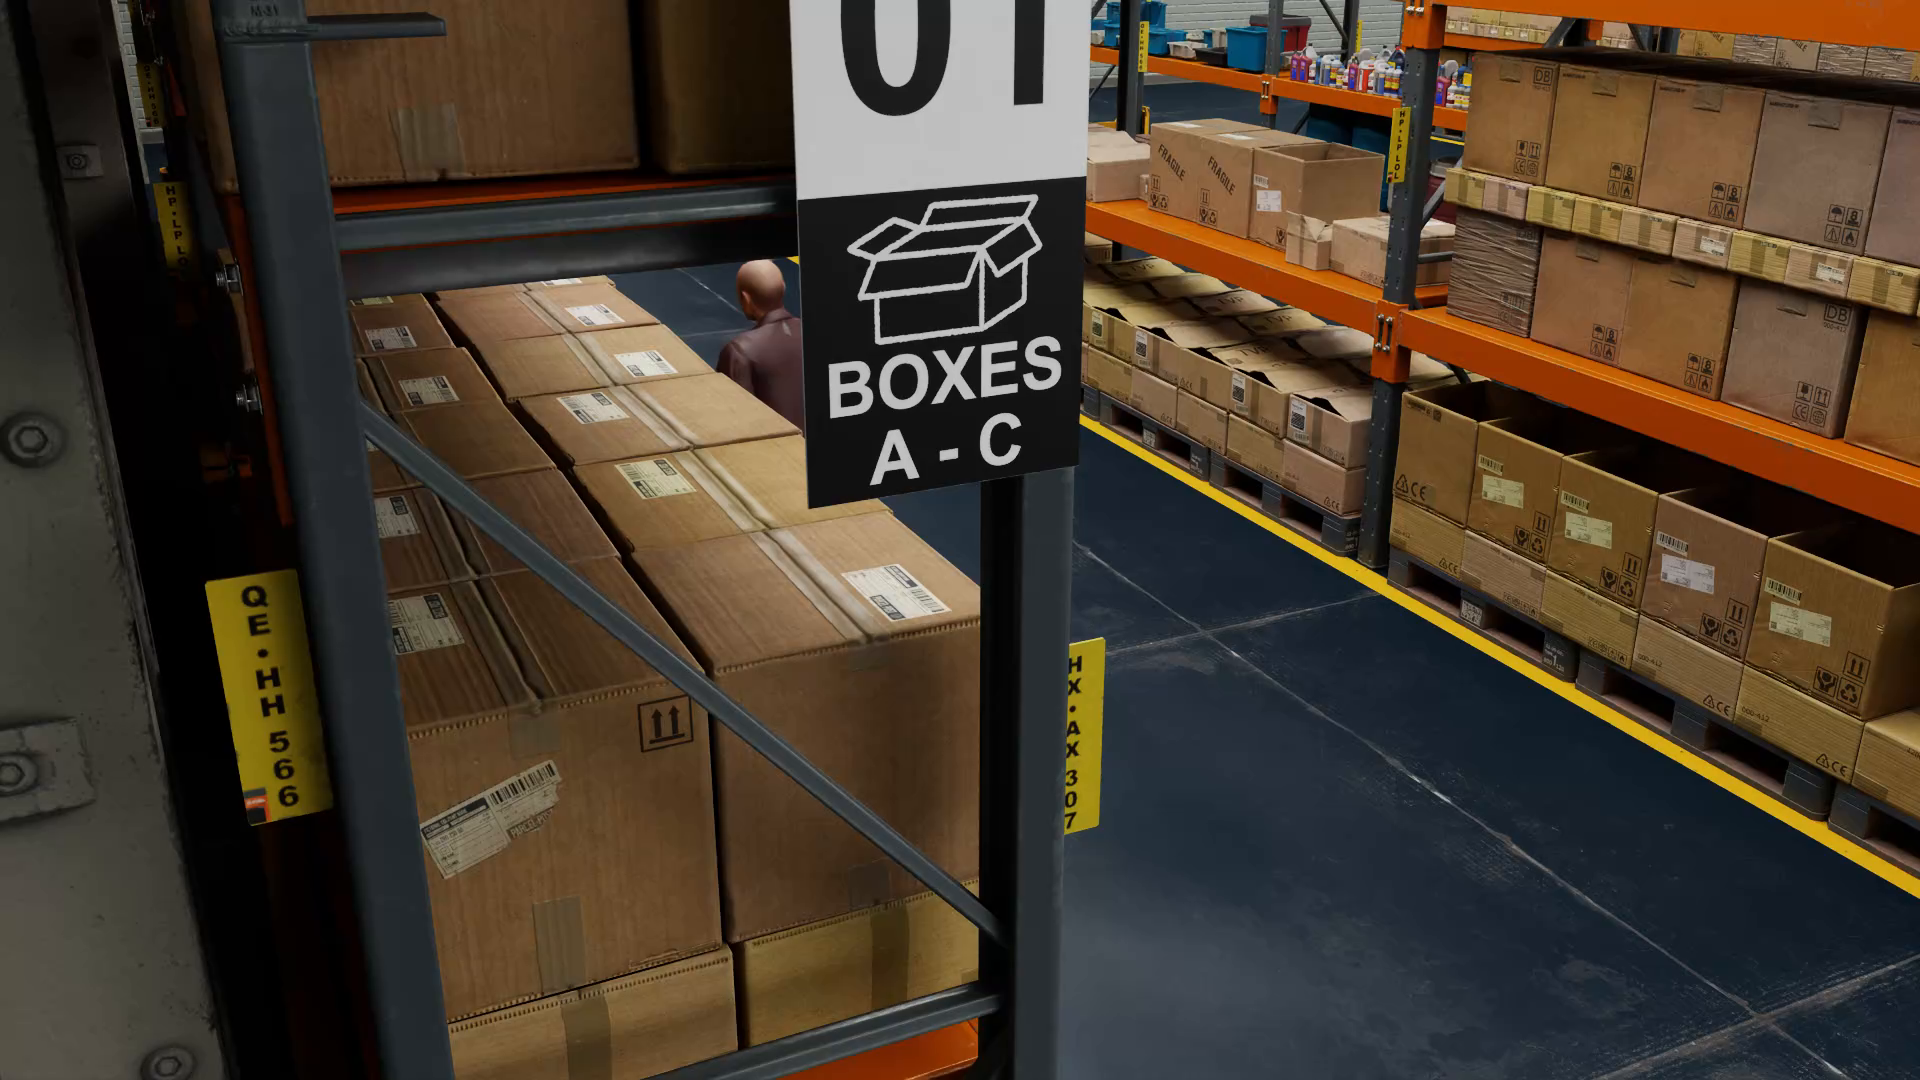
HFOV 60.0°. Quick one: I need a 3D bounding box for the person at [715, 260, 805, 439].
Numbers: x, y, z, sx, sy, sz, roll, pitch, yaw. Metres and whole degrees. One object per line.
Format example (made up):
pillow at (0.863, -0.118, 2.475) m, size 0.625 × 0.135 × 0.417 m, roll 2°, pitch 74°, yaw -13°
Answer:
person at (-0.733, -0.263, 6.765) m, size 0.608 × 1.773 × 0.415 m, roll -19°, pitch 28°, yaw -39°
